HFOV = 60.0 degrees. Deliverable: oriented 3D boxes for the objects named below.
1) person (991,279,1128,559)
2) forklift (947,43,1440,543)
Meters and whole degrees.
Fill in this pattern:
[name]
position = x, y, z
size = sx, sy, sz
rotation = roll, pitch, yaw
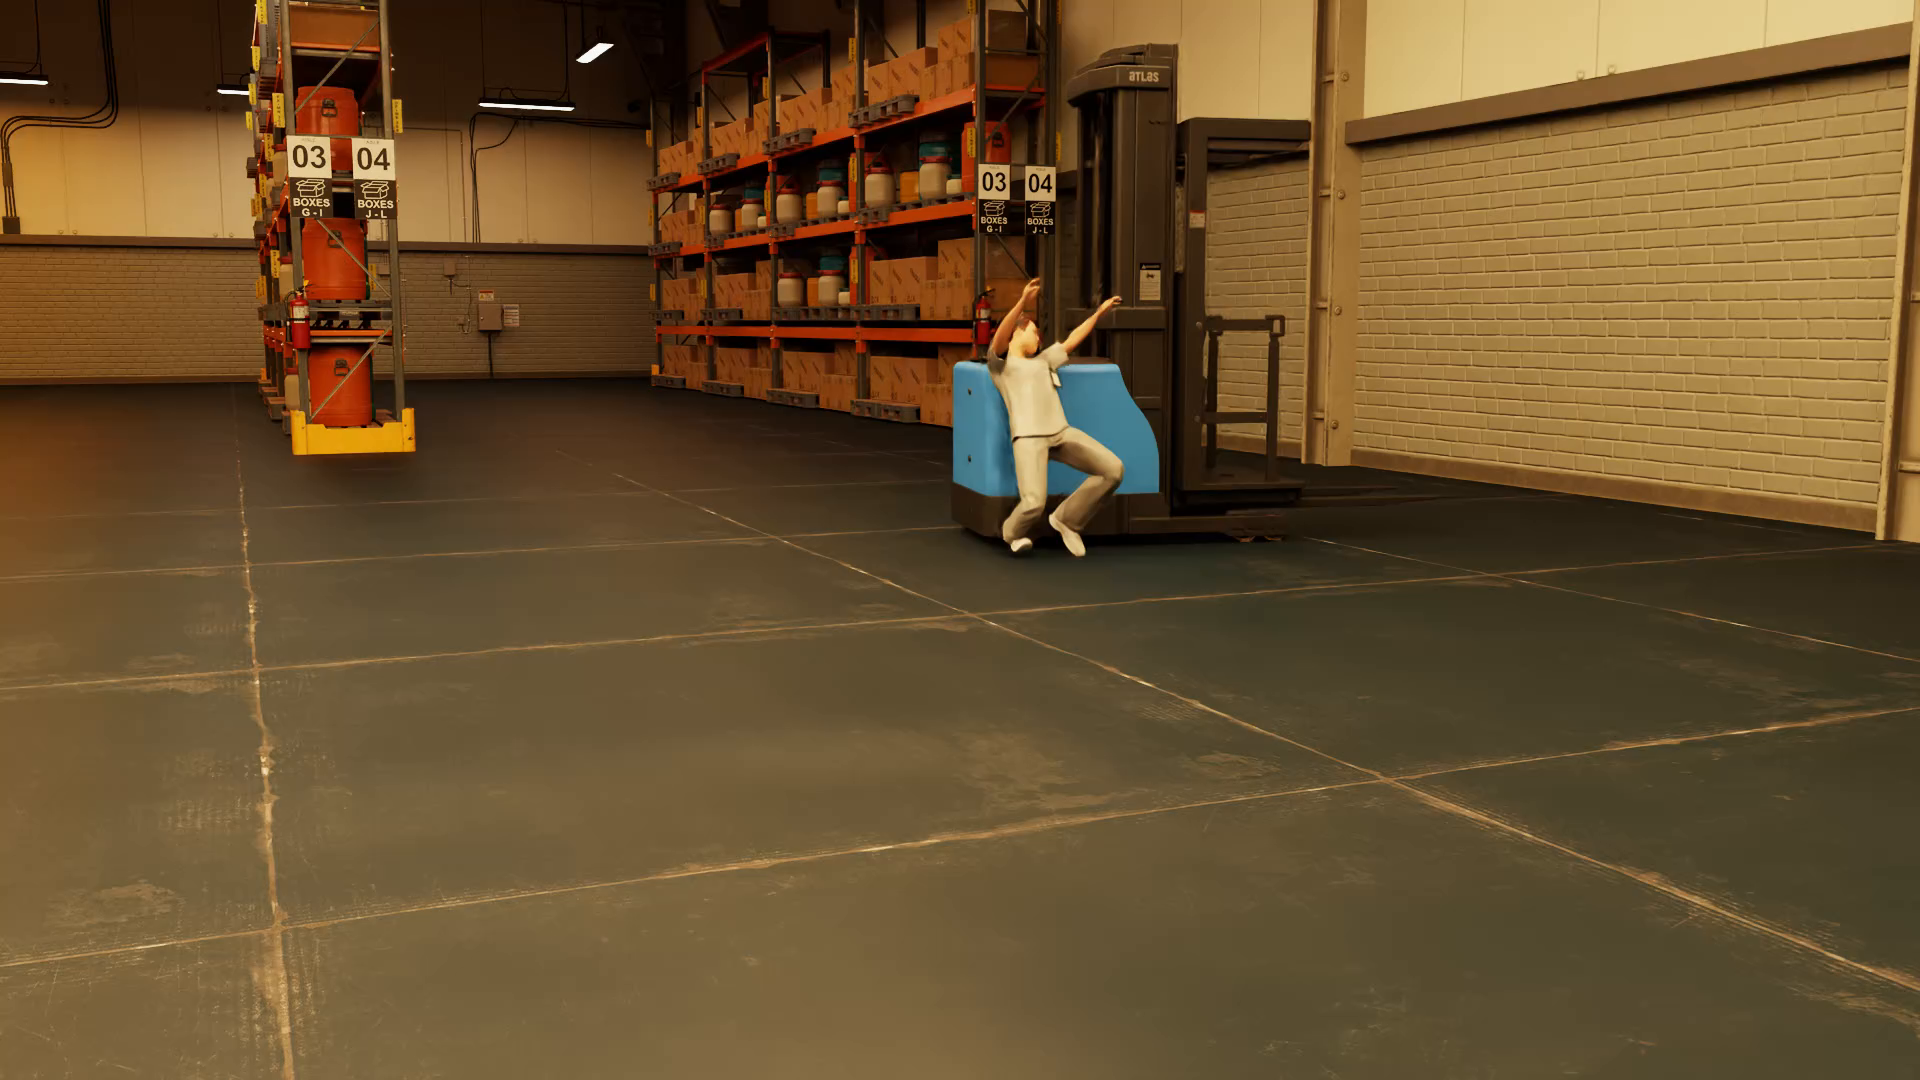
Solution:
[person]
position = 0.634, -0.673, 9.354
size = 0.964, 1.558, 0.787
rotation = -5, 9, -34
[forklift]
position = 1.491, -1.503, 10.343
size = 3.031, 2.935, 1.130
rotation = -2, 8, -13
